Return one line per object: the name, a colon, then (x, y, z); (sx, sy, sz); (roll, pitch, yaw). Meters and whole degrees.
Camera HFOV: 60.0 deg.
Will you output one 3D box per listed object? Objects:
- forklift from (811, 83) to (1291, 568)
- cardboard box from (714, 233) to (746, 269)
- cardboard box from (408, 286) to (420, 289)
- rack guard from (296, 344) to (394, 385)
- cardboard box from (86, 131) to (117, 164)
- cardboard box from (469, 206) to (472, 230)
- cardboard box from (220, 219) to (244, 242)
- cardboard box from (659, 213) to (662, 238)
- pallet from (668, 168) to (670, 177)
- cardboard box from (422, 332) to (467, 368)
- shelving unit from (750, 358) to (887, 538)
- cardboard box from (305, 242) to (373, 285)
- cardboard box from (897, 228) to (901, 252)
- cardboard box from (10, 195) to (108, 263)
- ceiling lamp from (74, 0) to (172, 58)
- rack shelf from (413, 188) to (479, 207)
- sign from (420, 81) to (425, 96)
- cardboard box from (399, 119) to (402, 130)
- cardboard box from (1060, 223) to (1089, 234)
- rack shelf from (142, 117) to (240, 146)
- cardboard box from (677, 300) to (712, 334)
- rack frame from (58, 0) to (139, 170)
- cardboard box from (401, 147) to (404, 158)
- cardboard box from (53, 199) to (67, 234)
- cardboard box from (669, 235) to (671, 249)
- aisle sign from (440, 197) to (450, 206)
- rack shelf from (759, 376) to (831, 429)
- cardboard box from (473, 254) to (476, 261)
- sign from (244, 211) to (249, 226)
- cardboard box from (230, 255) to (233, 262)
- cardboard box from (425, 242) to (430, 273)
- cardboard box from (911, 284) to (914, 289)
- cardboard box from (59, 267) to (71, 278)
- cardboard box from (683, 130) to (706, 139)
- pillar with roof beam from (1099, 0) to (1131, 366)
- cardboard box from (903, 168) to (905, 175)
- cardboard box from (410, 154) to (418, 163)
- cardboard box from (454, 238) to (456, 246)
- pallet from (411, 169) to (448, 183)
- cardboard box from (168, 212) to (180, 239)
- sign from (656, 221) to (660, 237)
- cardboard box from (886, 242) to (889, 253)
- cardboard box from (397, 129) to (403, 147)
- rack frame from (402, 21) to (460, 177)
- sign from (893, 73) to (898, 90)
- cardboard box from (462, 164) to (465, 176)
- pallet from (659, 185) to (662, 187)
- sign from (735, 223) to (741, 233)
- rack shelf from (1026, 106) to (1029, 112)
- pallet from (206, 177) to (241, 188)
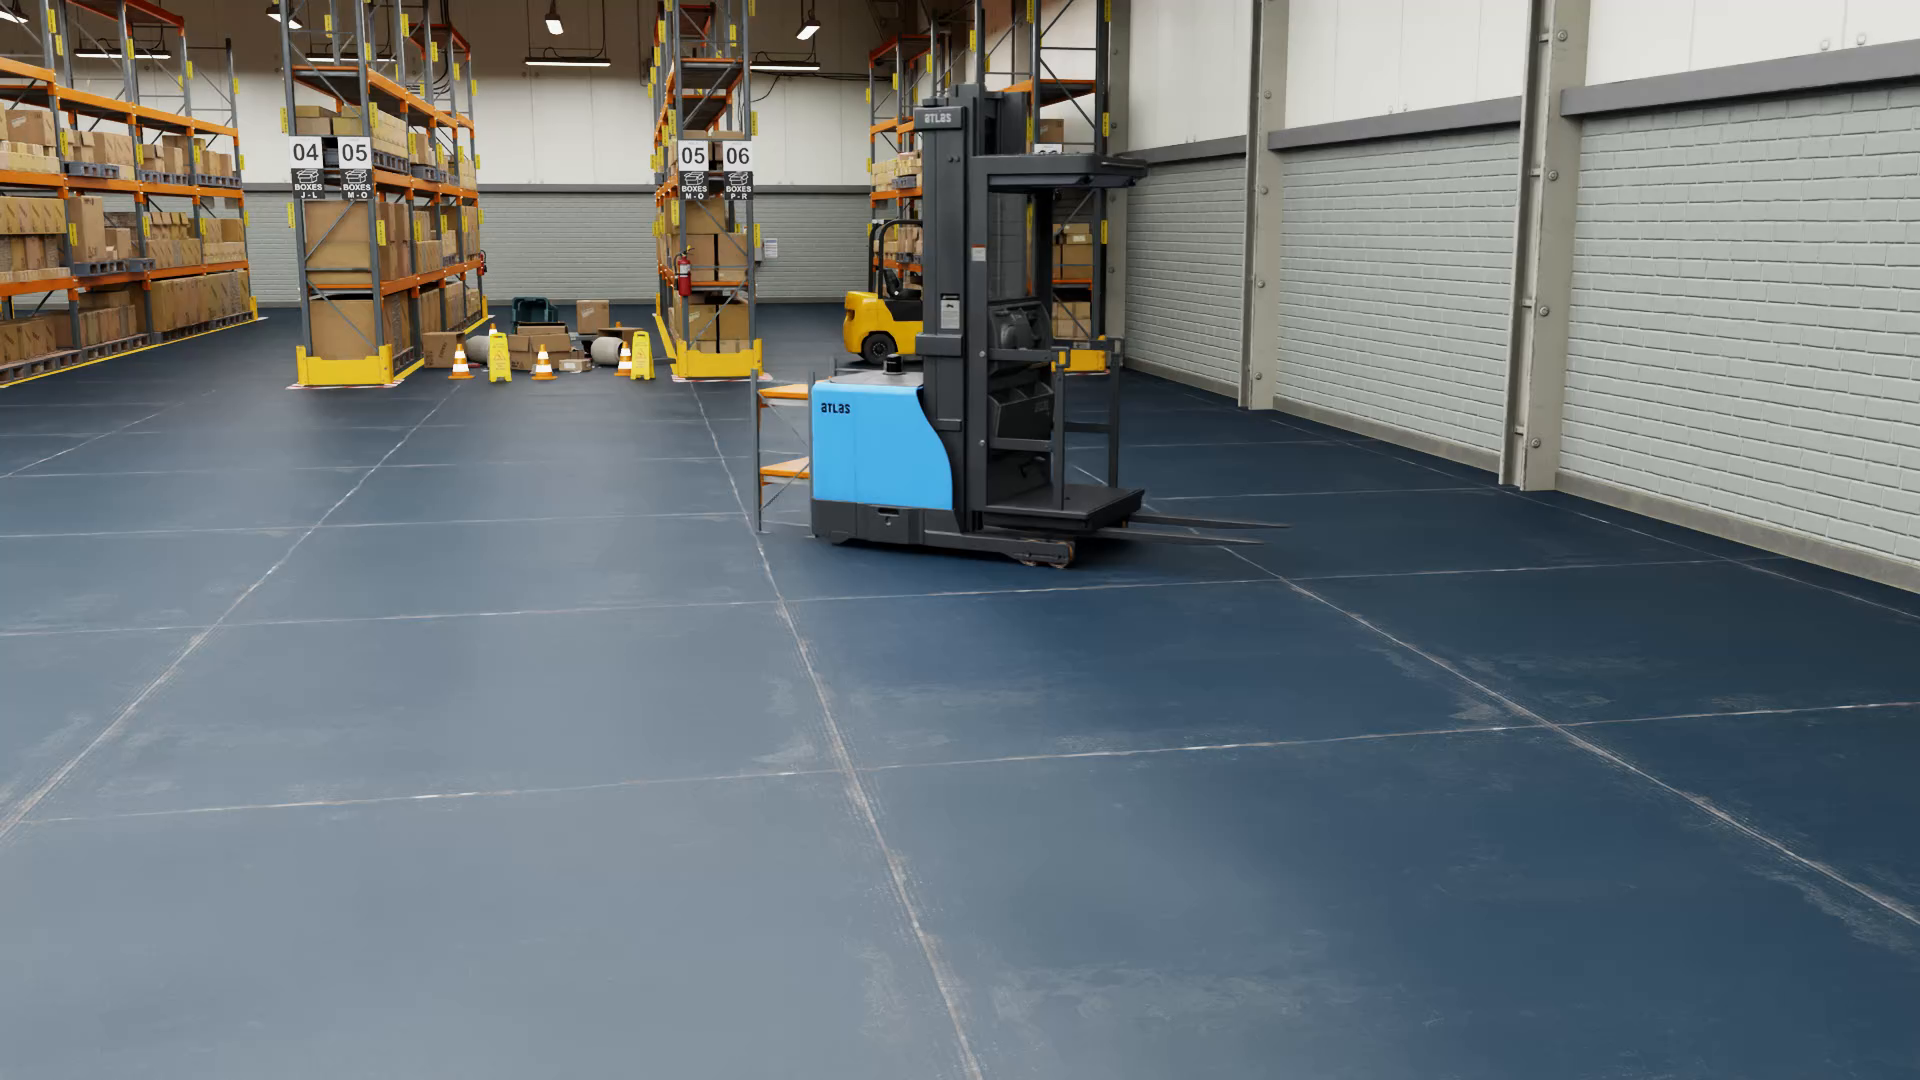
forklift: (0.574, -1.377, 10.590); (3.031, 2.935, 1.130); (5, 12, 24)
cardboard box: (-3.371, -4.248, 24.427); (0.500, 0.500, 0.500); (-2, 11, -12)
cardboard box: (-10.129, -4.498, 30.365); (0.500, 0.250, 0.500); (-2, 11, -12)
rack guard: (-8.178, -2.336, 22.133); (1.175, 0.500, 0.348); (-2, 11, -11)
cardboard box: (-14.094, -6.379, 27.061); (0.500, 0.500, 0.500); (-2, 11, -10)
cardboard box: (-10.647, -6.830, 35.320); (0.500, 0.500, 0.500); (-3, 11, -13)
cardboard box: (-15.827, -6.702, 35.987); (0.500, 0.500, 0.500); (-2, 11, -10)
cardboard box: (-5.877, -6.417, 33.947); (0.500, 0.500, 0.500); (-2, 11, -10)
pallet: (-4.141, -5.999, 27.173); (1.213, 0.211, 1.003); (-2, 11, -11)
cardboard box: (-7.652, -2.828, 24.711); (0.500, 0.500, 0.500); (0, 11, -1)
shelving unit: (-0.959, -0.672, 11.718); (0.538, 1.125, 1.048); (6, 12, 27)
cardboard box: (-8.300, -3.709, 22.258); (0.875, 0.550, 0.550); (-2, 11, -11)
cardboard box: (-0.938, -6.308, 34.924); (0.700, 0.500, 0.500); (-2, 11, -10)
cardboard box: (-13.863, -4.792, 25.624); (1.000, 1.000, 1.000); (-2, 11, -11)
ceiling lamp: (-19.090, -12.559, 37.505); (2.000, 3.185, 0.800); (-2, 11, -11)
rack shelf: (-10.906, -7.256, 35.200); (1.077, 0.370, 4.000); (-2, 11, -11)
sign: (-11.827, -9.928, 36.581); (0.100, 0.325, 0.005); (-2, 11, -11)
cardboard box: (-8.480, -6.151, 24.620); (0.380, 0.149, 0.250); (-2, 11, -11)
cardboard box: (1.665, -4.532, 24.185); (0.380, 0.149, 0.250); (-2, 11, -12)
rack shelf: (-15.791, -8.372, 34.107); (1.077, 0.370, 4.000); (-2, 11, -11)
cardboard box: (-3.955, -3.317, 24.826); (0.500, 0.500, 0.500); (-2, 11, -12)
rack frame: (-14.624, -7.821, 28.220); (1.000, 3.000, 0.127); (-2, 11, -11)
cardboard box: (-8.475, -5.759, 24.690); (0.380, 0.149, 0.250); (-2, 11, -10)
cardboard box: (-13.488, -4.754, 24.415); (0.500, 0.500, 0.500); (-2, 11, -11)
cardboard box: (-4.735, -5.260, 28.626); (0.500, 0.500, 0.500); (-3, 11, -13)
aisle sign: (-11.603, -7.783, 37.110); (0.394, 0.787, 0.004); (-2, 11, -11)
rack shelf: (-0.959, -0.959, 11.663); (0.538, 0.278, 1.000); (6, 12, 27)
cardboard box: (-10.807, -6.192, 36.377); (0.380, 0.149, 0.250); (-2, 11, -9)
sign: (-15.645, -7.044, 36.450); (0.100, 0.325, 0.005); (-2, 11, -11)
cardboard box: (-15.536, -5.930, 35.000); (0.380, 0.149, 0.250); (-2, 11, -11)
cardboard box: (-8.993, -4.642, 27.295); (0.500, 0.500, 0.500); (-2, 11, -11)
cardboard box: (-0.813, -5.276, 34.721); (0.380, 0.149, 0.250); (-3, 11, -14)
cardboard box: (-13.516, -3.988, 24.799); (0.380, 0.149, 0.250); (-2, 11, -11)
cardboard box: (-3.702, -5.560, 22.904); (0.380, 0.149, 0.250); (-2, 11, -10)
pillar with roof beam: (-1.953, -6.899, 23.378); (9.100, 9.000, 0.400); (-2, 11, -11)
cardboard box: (-0.944, -7.498, 33.828); (0.380, 0.149, 0.250); (-2, 11, -12)
cardboard box: (-8.978, -6.174, 26.872); (0.380, 0.149, 0.250); (-2, 11, -11)
cardboard box: (-10.246, -5.933, 33.097); (0.380, 0.149, 0.250); (-2, 11, -9)
pallet: (-9.562, -6.300, 28.759); (1.213, 0.211, 1.003); (-2, 11, -8)
cardboard box: (-15.147, -5.906, 31.255); (0.797, 0.503, 0.637); (-2, 11, -10)
sign: (-6.225, -6.412, 34.333); (0.100, 0.325, 0.005); (-2, 11, -11)
cardboard box: (-1.347, -6.489, 36.874); (0.500, 0.250, 0.500); (-2, 11, -11)
cardboard box: (-8.515, -5.930, 24.522); (0.500, 0.250, 0.500); (-2, 11, -11)
rack frame: (-10.517, -8.716, 32.925); (1.000, 3.000, 0.127); (-2, 11, -11)
sign: (-1.349, -9.578, 34.740); (0.100, 0.325, 0.005); (-2, 11, -11)
cardboard box: (-10.467, -7.603, 34.164); (0.500, 0.250, 0.500); (-2, 11, -11)
pallet: (-5.301, -6.936, 32.099); (1.003, 0.211, 1.213); (-2, 11, -8)
sign: (-3.594, -4.947, 26.850); (0.100, 0.325, 0.005); (-2, 11, -11)
rack shelf: (0.354, -7.446, 29.243); (1.077, 0.370, 4.000); (-2, 11, -11)
pallet: (-16.025, -7.635, 35.505); (1.003, 0.211, 1.213); (-2, 11, -11)
